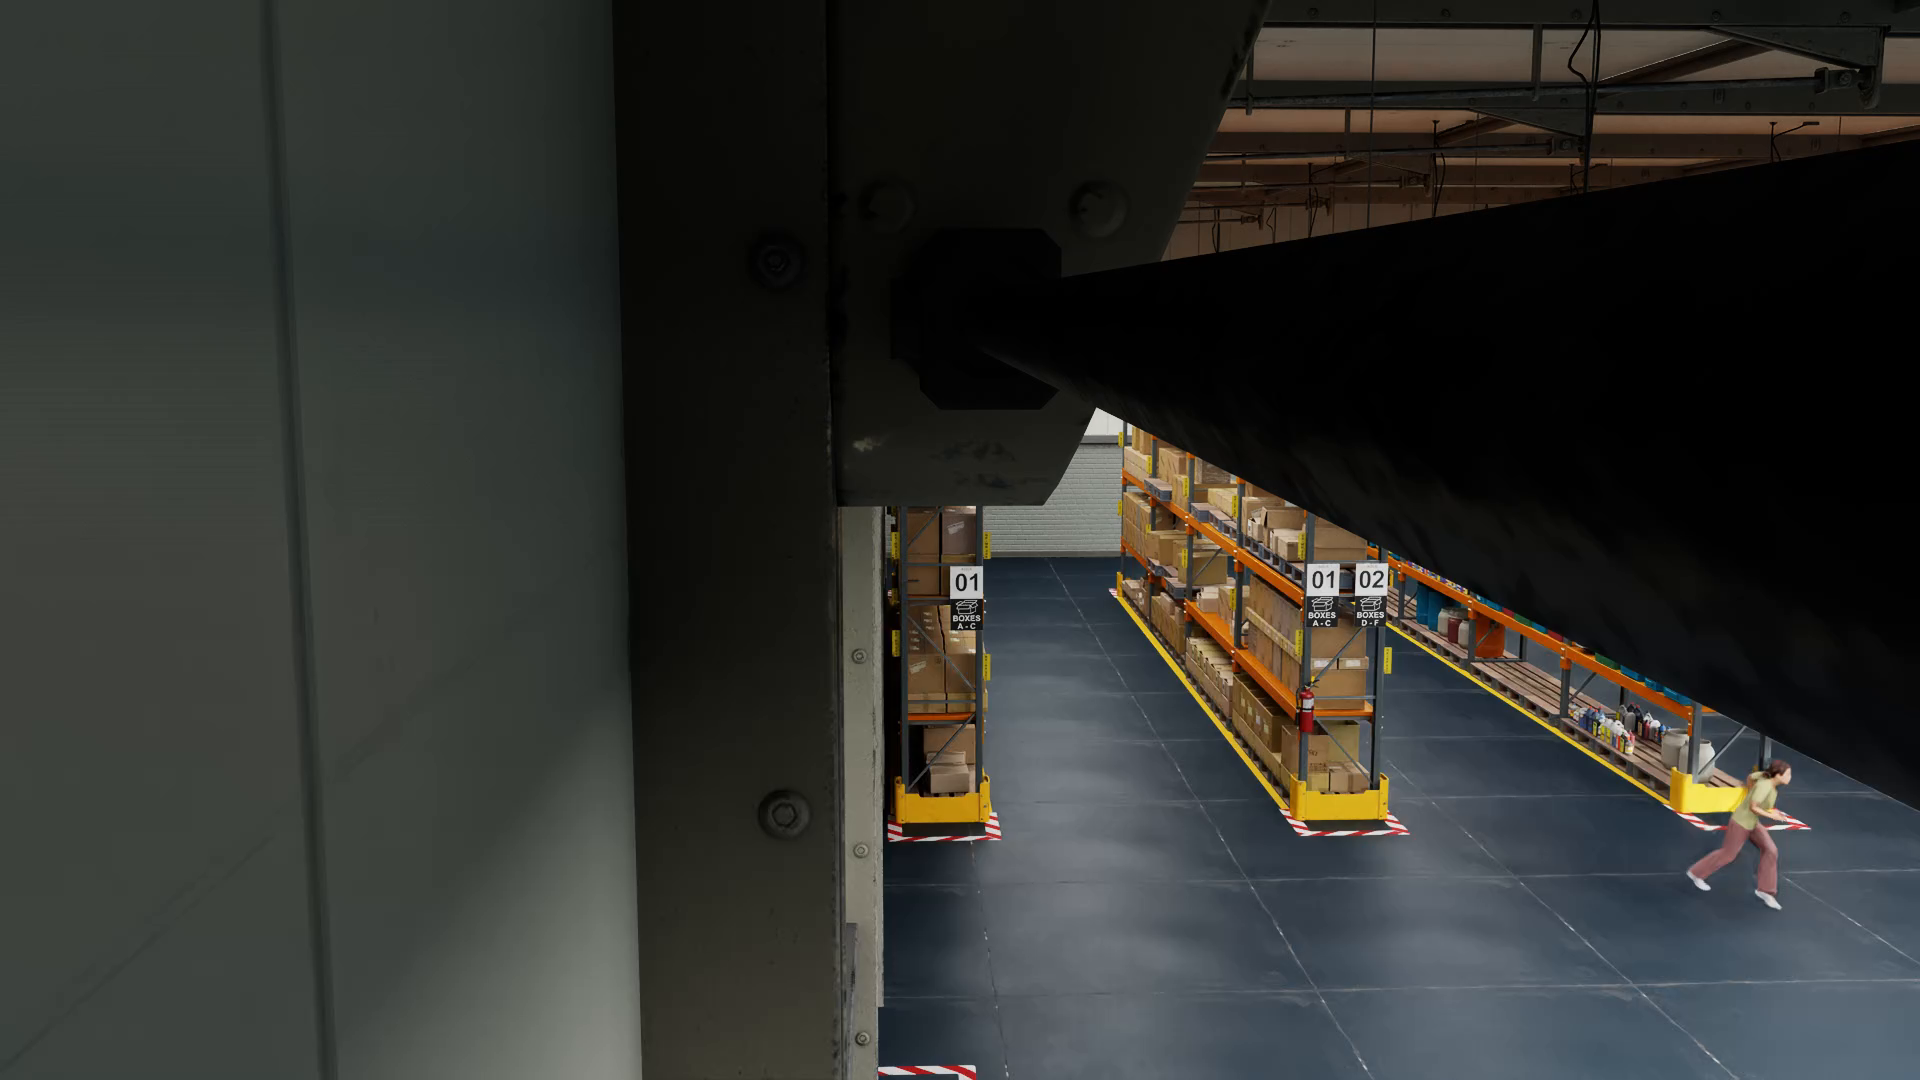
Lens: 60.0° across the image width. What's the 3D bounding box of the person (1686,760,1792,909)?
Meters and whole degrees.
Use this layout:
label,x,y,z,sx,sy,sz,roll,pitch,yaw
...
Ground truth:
label,x,y,z,sx,sy,sz,roll,pitch,yaw
person,8.314,3.087,17.771,0.960,1.626,0.619,5,9,31
